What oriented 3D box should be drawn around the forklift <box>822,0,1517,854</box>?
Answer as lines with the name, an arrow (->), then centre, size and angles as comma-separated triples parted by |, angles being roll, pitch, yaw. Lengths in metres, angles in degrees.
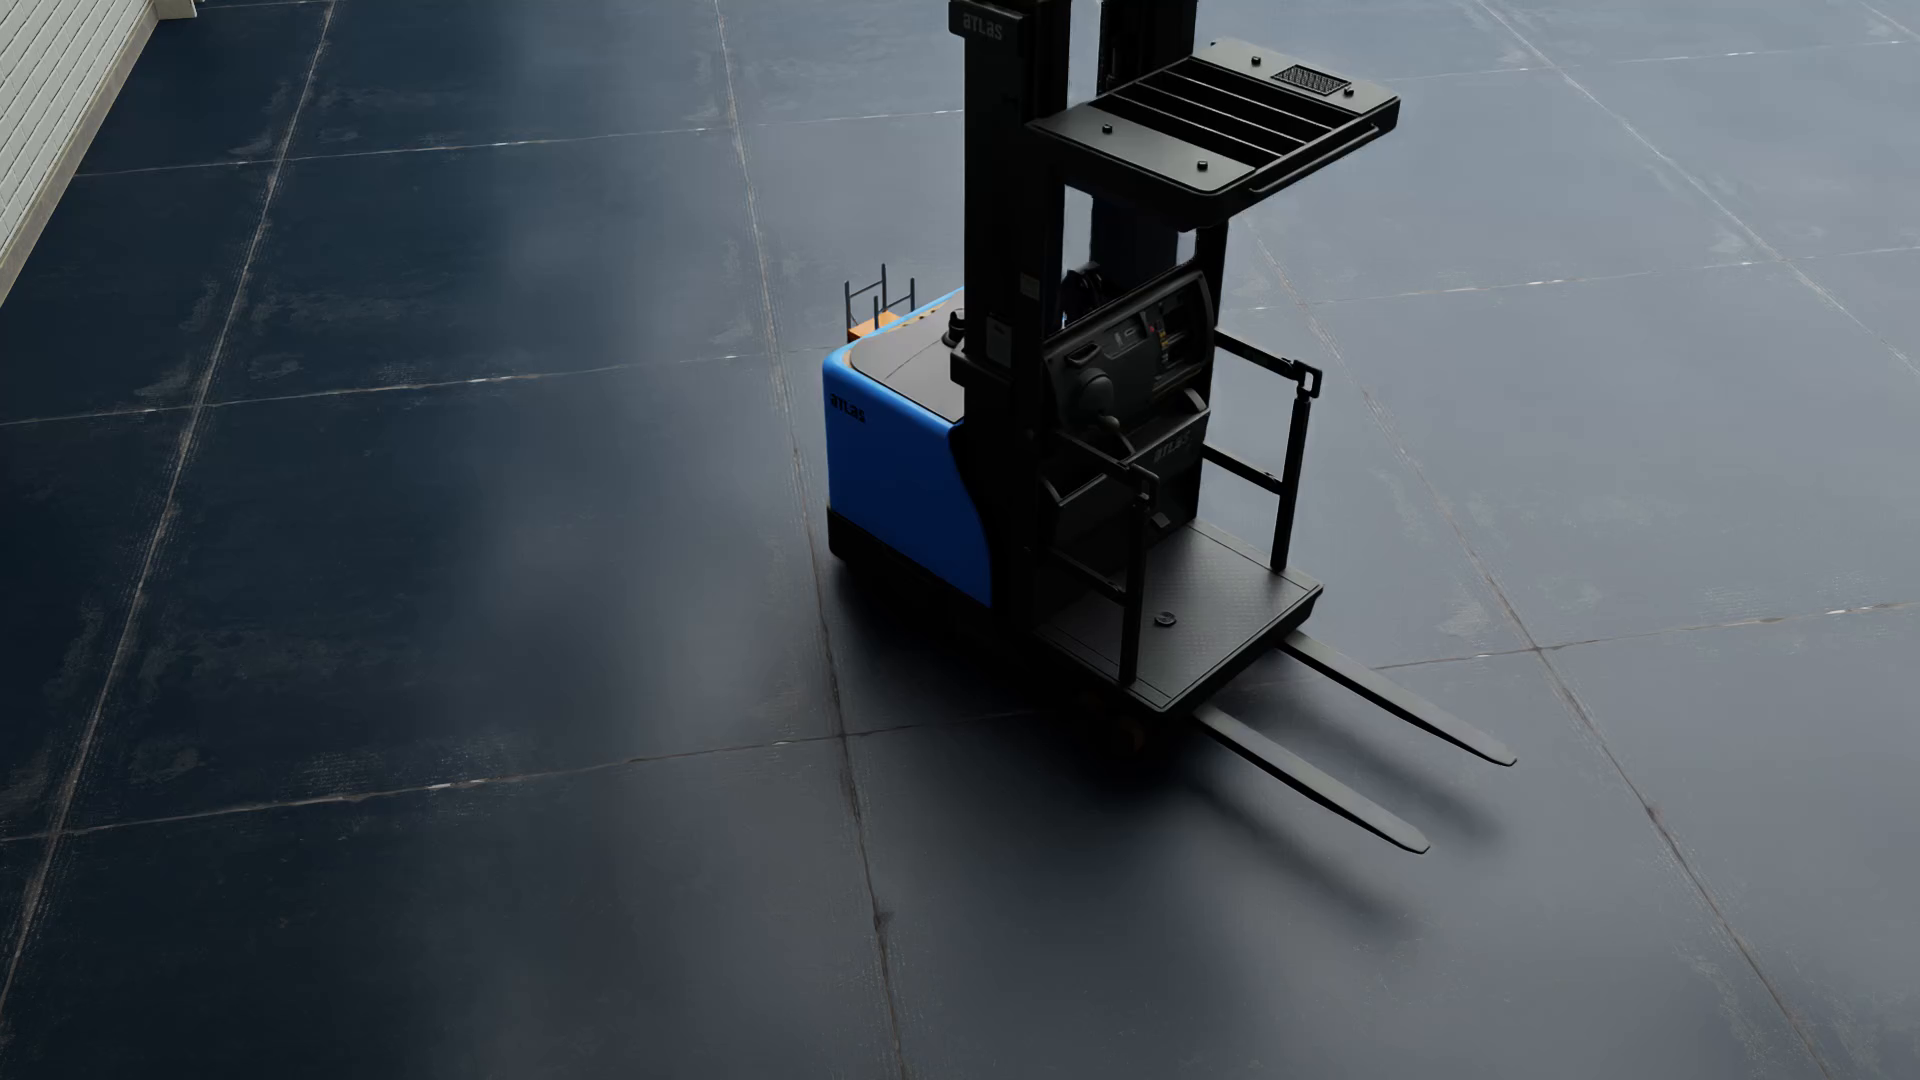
forklift -> 0.805, -0.656, 6.205 | 3.031, 2.935, 1.130 | 31, 47, 34

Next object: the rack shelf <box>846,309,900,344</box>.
rack shelf -> -0.351, -0.911, 7.431 | 0.180, 0.103, 0.258 | 31, 47, 34

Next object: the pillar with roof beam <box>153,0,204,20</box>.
pillar with roof beam -> -1.931, -8.212, 10.985 | 9.100, 9.000, 0.400 | -6, 38, -8

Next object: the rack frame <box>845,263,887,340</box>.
rack frame -> -0.416, -0.701, 7.675 | 0.006, 1.200, 0.240 | 31, 47, 34

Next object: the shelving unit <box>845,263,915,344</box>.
shelving unit -> -0.351, -0.662, 7.624 | 0.189, 1.200, 0.258 | 31, 47, 34

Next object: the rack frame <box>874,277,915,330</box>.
rack frame -> -0.286, -0.623, 7.574 | 0.006, 1.200, 0.240 | 31, 47, 34
